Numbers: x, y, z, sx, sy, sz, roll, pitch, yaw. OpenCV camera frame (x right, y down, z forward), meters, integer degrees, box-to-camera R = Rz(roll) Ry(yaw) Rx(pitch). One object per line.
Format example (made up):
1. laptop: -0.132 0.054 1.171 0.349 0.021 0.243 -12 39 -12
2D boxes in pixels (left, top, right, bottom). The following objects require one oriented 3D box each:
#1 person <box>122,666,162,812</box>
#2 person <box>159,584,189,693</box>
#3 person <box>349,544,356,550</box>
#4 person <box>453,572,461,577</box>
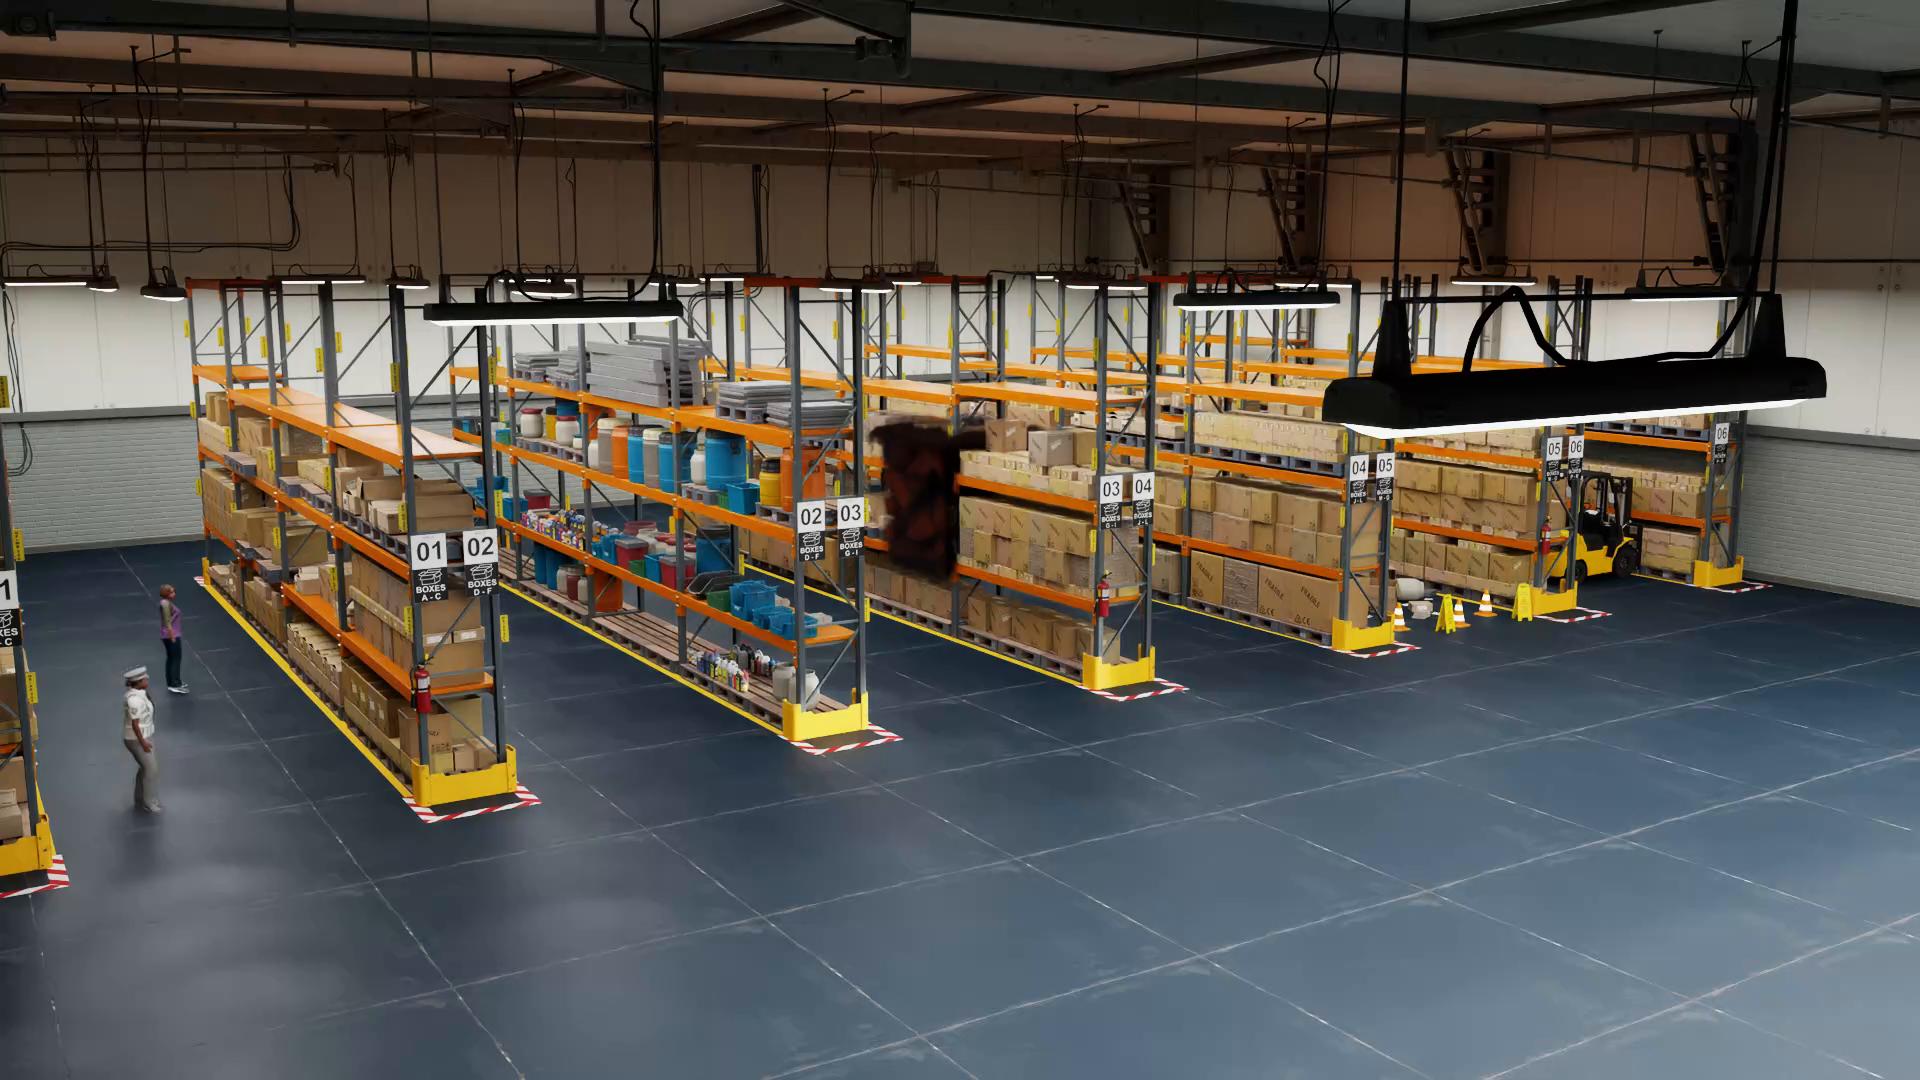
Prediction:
1. person: -9.509 2.332 19.385 0.440 1.713 0.466 -1 10 -6
2. person: -11.647 1.454 24.626 0.338 1.630 0.492 -8 13 -40
3. person: -12.251 -0.107 33.285 0.520 1.748 0.991 -6 11 -31
4. person: -9.277 0.402 30.587 0.545 1.670 0.482 -4 10 -22
